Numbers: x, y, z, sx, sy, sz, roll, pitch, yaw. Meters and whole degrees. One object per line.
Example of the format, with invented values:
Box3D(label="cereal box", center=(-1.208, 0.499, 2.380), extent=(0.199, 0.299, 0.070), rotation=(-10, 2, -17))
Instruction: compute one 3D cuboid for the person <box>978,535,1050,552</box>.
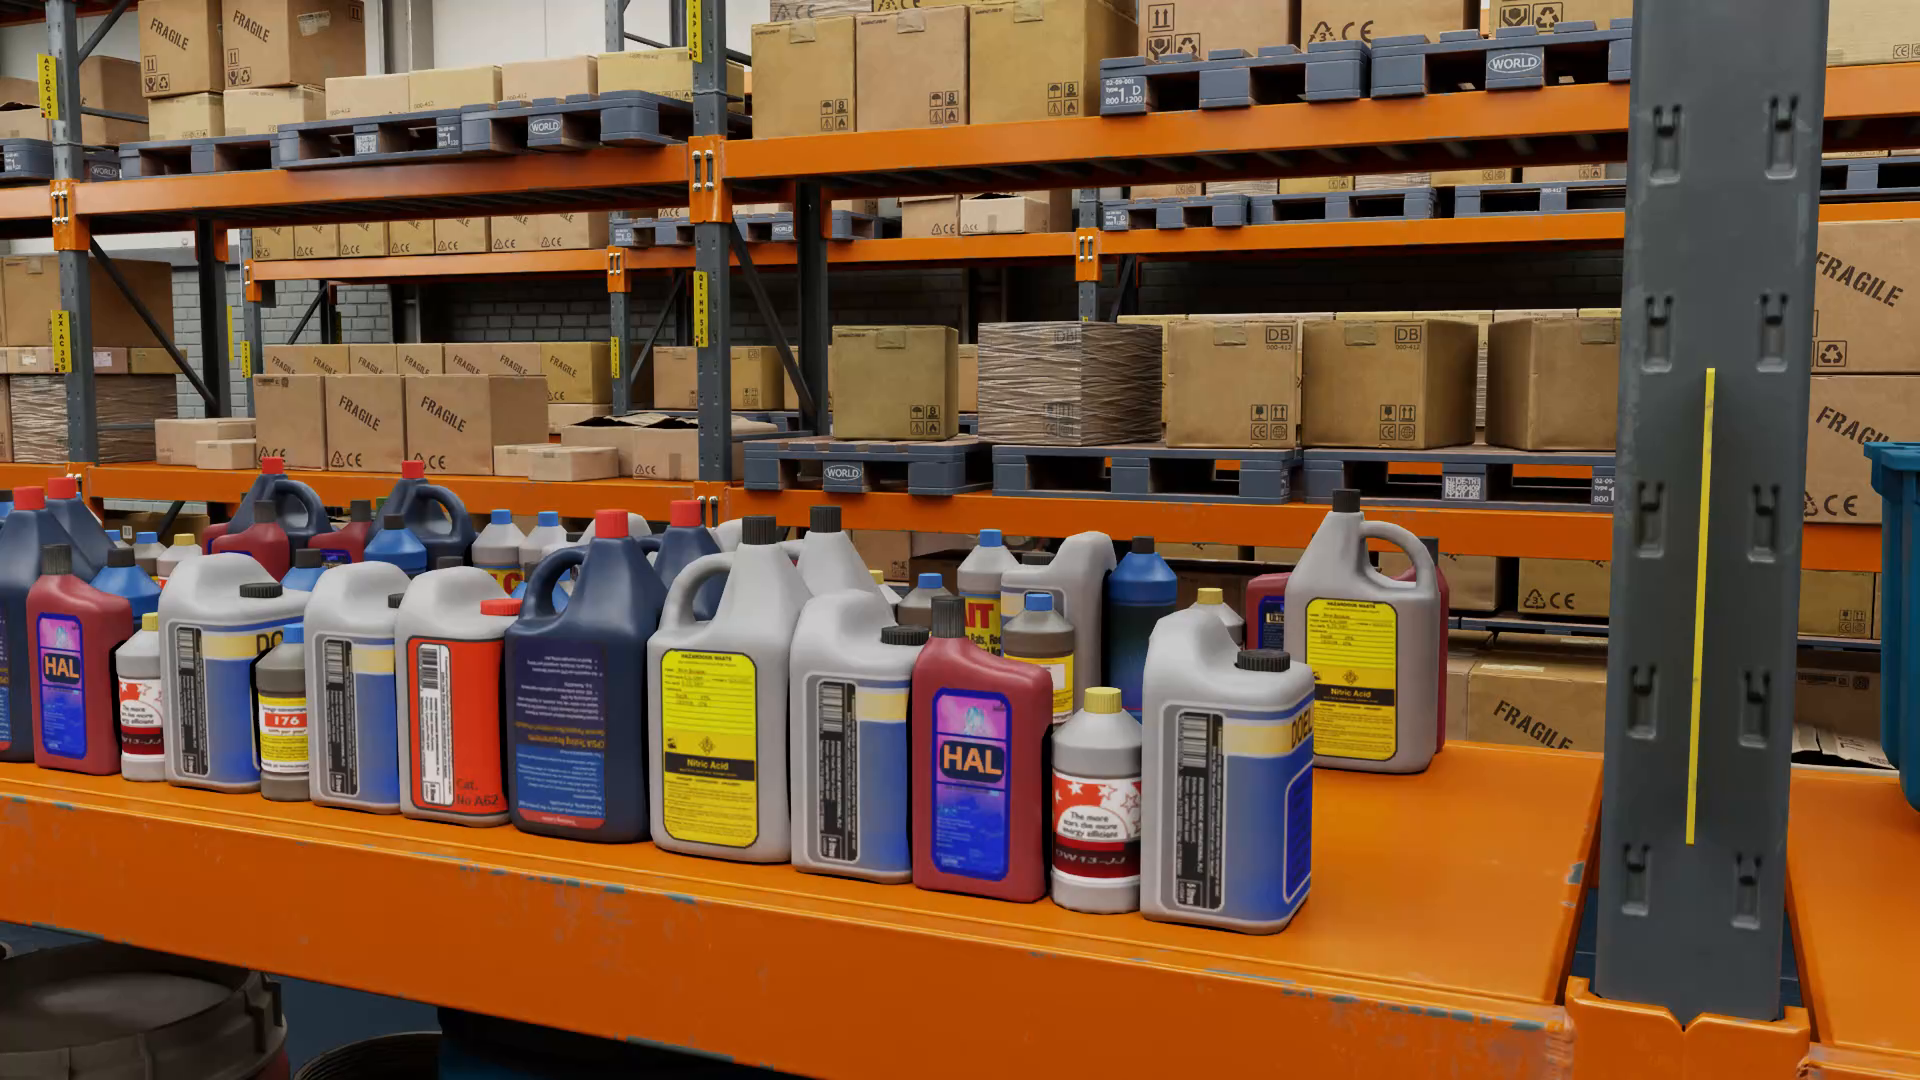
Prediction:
Box3D(label="person", center=(0.307, 0.064, 9.446), extent=(0.461, 1.615, 0.460), rotation=(3, 6, 25))
